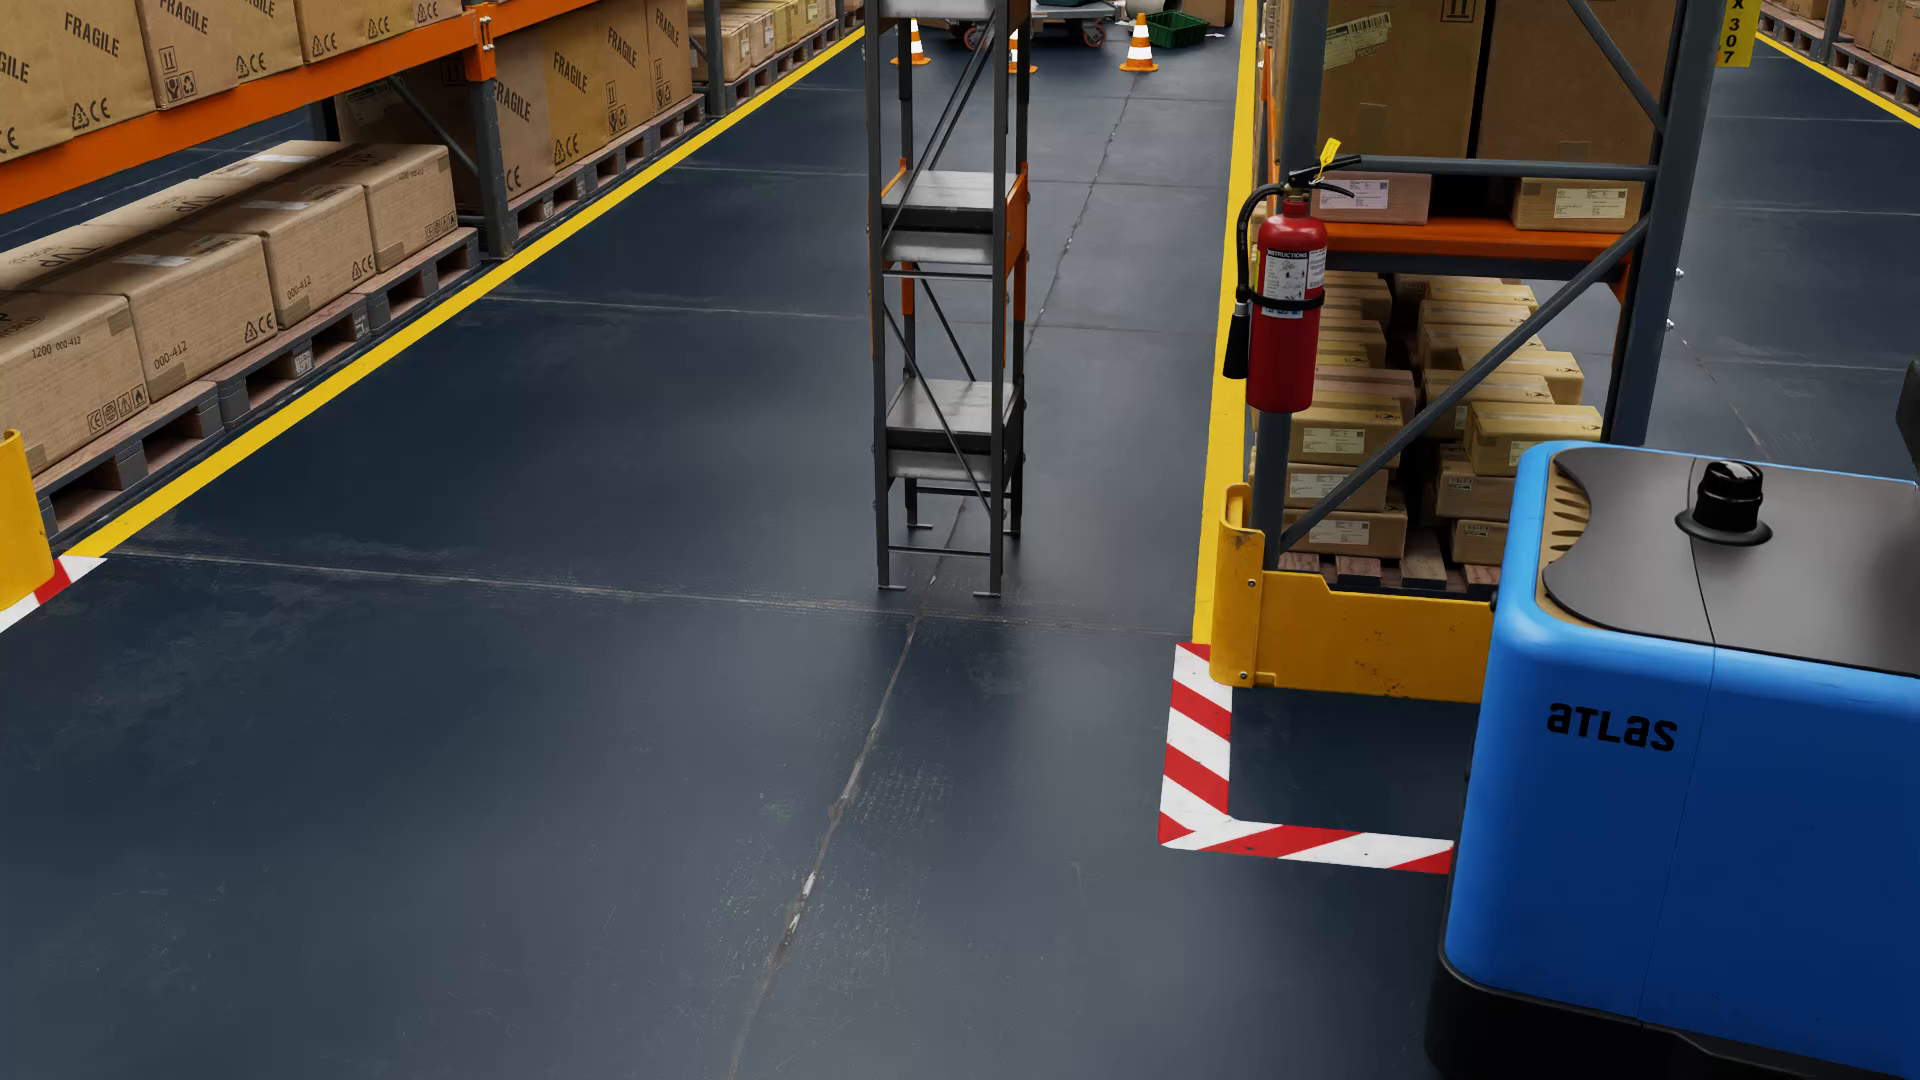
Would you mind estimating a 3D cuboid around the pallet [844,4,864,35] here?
[{"bbox_3d":[-1.546,-5.276,16.773,1.003,0.211,1.213,4,25,9],"label":"pallet"}]

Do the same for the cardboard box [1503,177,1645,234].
[{"bbox_3d":[1.694,-0.935,4.506,0.380,0.149,0.250,4,25,8],"label":"cardboard box"}]

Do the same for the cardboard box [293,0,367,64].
[{"bbox_3d":[-2.898,-2.317,7.043,0.500,0.500,0.500,4,25,8],"label":"cardboard box"}]

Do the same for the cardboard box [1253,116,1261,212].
[{"bbox_3d":[1.844,-1.994,8.926,0.500,0.500,0.500,4,25,8],"label":"cardboard box"}]

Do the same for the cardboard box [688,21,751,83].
[{"bbox_3d":[-2.172,-3.819,12.974,0.950,0.372,0.625,2,25,5],"label":"cardboard box"}]

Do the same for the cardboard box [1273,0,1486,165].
[{"bbox_3d":[1.138,-1.322,4.567,0.500,0.500,0.500,5,25,10],"label":"cardboard box"}]

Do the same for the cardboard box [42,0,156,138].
[{"bbox_3d":[-3.165,-1.677,5.676,0.500,0.500,0.500,4,25,8],"label":"cardboard box"}]

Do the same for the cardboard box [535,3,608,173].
[{"bbox_3d":[-2.766,-2.781,10.164,0.875,0.875,0.875,5,26,10],"label":"cardboard box"}]

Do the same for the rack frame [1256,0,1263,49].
[{"bbox_3d":[3.279,-5.955,14.934,1.000,3.000,0.127,4,25,9],"label":"rack frame"}]

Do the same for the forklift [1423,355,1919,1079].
[{"bbox_3d":[2.514,-0.188,2.695,3.031,2.935,1.130,9,26,18],"label":"forklift"}]

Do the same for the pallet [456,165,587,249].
[{"bbox_3d":[-2.876,-1.975,9.720,1.003,0.211,1.213,4,25,9],"label":"pallet"}]

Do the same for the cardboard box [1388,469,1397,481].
[{"bbox_3d":[1.219,-0.316,5.404,0.380,0.149,0.250,3,25,7],"label":"cardboard box"}]

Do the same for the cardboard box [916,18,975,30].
[{"bbox_3d":[-0.103,-5.479,16.862,0.500,0.500,0.500,-20,32,-36],"label":"cardboard box"}]

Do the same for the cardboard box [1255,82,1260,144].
[{"bbox_3d":[2.100,-2.637,10.298,0.500,0.500,0.500,3,25,7],"label":"cardboard box"}]

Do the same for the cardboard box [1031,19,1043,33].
[{"bbox_3d":[0.630,-5.210,16.566,0.258,0.266,0.396,-14,29,-27],"label":"cardboard box"}]

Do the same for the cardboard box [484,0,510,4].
[{"bbox_3d":[-2.596,-3.008,8.814,0.500,0.250,0.500,3,25,7],"label":"cardboard box"}]

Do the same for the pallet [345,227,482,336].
[{"bbox_3d":[-3.130,-1.334,8.352,1.003,0.211,1.213,4,25,9],"label":"pallet"}]

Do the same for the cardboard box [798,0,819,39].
[{"bbox_3d":[-1.818,-4.735,14.933,0.950,0.372,0.625,6,26,12],"label":"cardboard box"}]

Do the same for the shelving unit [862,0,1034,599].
[{"bbox_3d":[-0.027,-0.882,5.157,0.431,2.100,0.503,4,25,9],"label":"shelving unit"}]

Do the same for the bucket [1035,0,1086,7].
[{"bbox_3d":[1.027,-5.378,15.769,0.726,0.611,0.620,13,38,26],"label":"bucket"}]

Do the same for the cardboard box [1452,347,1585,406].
[{"bbox_3d":[1.833,-0.520,5.489,0.380,0.149,0.250,4,25,8],"label":"cardboard box"}]

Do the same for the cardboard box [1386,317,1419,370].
[{"bbox_3d":[1.812,-0.724,6.275,0.380,0.149,0.250,5,26,11],"label":"cardboard box"}]

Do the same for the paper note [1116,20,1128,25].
[{"bbox_3d":[1.696,-5.302,17.050,0.172,0.023,0.155,13,28,26],"label":"paper note"}]

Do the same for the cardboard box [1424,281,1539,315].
[{"bbox_3d":[1.935,-0.852,6.198,0.380,0.149,0.250,4,25,9],"label":"cardboard box"}]

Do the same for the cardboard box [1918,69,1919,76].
[{"bbox_3d":[7.756,-3.715,12.579,0.700,0.500,0.500,6,26,13],"label":"cardboard box"}]

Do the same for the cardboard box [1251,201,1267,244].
[{"bbox_3d":[1.597,-1.514,7.962,0.380,0.149,0.250,5,26,11],"label":"cardboard box"}]

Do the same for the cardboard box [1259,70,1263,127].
[{"bbox_3d":[1.844,-2.336,8.771,0.500,0.250,0.500,3,25,7],"label":"cardboard box"}]

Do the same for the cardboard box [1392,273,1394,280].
[{"bbox_3d":[2.016,-1.056,6.984,0.380,0.149,0.250,5,25,10],"label":"cardboard box"}]

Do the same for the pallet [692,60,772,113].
[{"bbox_3d":[-2.145,-3.647,13.292,1.003,0.211,1.213,4,25,9],"label":"pallet"}]

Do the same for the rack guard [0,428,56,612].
[{"bbox_3d":[-3.586,-0.095,5.363,1.175,0.500,0.348,4,25,9],"label":"rack guard"}]

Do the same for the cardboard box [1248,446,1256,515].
[{"bbox_3d":[1.141,-0.184,5.473,0.380,0.149,0.250,5,26,10],"label":"cardboard box"}]

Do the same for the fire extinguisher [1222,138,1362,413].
[{"bbox_3d":[0.822,-0.659,4.151,0.296,0.674,0.183,4,25,9],"label":"fire extinguisher"}]

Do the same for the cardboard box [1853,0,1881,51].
[{"bbox_3d":[8.034,-4.381,14.001,0.700,0.500,0.500,2,25,4],"label":"cardboard box"}]

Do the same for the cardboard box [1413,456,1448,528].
[{"bbox_3d":[1.682,-0.147,5.394,0.380,0.149,0.250,4,25,8],"label":"cardboard box"}]

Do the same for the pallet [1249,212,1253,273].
[{"bbox_3d":[2.098,-1.672,9.073,1.003,0.211,1.213,4,25,9],"label":"pallet"}]

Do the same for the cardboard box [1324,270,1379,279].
[{"bbox_3d":[1.431,-0.996,6.506,0.380,0.149,0.250,4,25,9],"label":"cardboard box"}]

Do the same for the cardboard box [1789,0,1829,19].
[{"bbox_3d":[8.371,-5.297,15.981,0.500,0.500,0.500,2,25,4],"label":"cardboard box"}]

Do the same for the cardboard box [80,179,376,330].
[{"bbox_3d":[-3.282,-1.310,7.537,0.875,0.438,0.875,3,25,7],"label":"cardboard box"}]

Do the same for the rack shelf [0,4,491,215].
[{"bbox_3d":[-3.255,-1.748,6.794,1.077,0.370,4.000,4,25,9],"label":"rack shelf"}]

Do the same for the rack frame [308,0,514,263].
[{"bbox_3d":[-2.928,-2.910,8.428,1.000,3.000,0.127,4,25,9],"label":"rack frame"}]

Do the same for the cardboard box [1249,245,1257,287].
[{"bbox_3d":[1.552,-1.267,7.786,0.380,0.149,0.250,5,26,10],"label":"cardboard box"}]

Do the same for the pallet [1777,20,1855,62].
[{"bbox_3d":[8.231,-4.590,15.306,1.003,0.211,1.213,4,25,9],"label":"pallet"}]

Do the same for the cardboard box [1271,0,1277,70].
[{"bbox_3d":[1.392,-1.958,5.925,0.500,0.500,0.500,5,26,11],"label":"cardboard box"}]

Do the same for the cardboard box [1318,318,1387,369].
[{"bbox_3d":[1.274,-0.666,5.800,0.380,0.149,0.250,3,25,6],"label":"cardboard box"}]

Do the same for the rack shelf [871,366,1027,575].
[{"bbox_3d":[-0.027,-0.235,5.459,0.431,0.518,0.480,4,25,9],"label":"rack shelf"}]

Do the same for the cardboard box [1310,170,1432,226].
[{"bbox_3d":[1.093,-0.978,4.598,0.380,0.149,0.250,4,25,9],"label":"cardboard box"}]

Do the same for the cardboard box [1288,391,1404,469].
[{"bbox_3d":[1.155,-0.344,5.112,0.380,0.149,0.250,4,25,9],"label":"cardboard box"}]

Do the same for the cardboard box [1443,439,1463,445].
[{"bbox_3d":[1.757,-0.282,5.331,0.380,0.149,0.250,4,25,8],"label":"cardboard box"}]

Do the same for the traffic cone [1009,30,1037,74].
[{"bbox_3d":[0.497,-4.301,14.392,0.336,0.463,0.334,4,25,9],"label":"traffic cone"}]

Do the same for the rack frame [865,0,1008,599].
[{"bbox_3d":[-0.067,-0.780,4.939,0.400,2.100,0.015,4,25,9],"label":"rack frame"}]

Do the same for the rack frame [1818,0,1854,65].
[{"bbox_3d":[8.156,-5.569,14.110,1.000,3.000,0.127,4,25,9],"label":"rack frame"}]
